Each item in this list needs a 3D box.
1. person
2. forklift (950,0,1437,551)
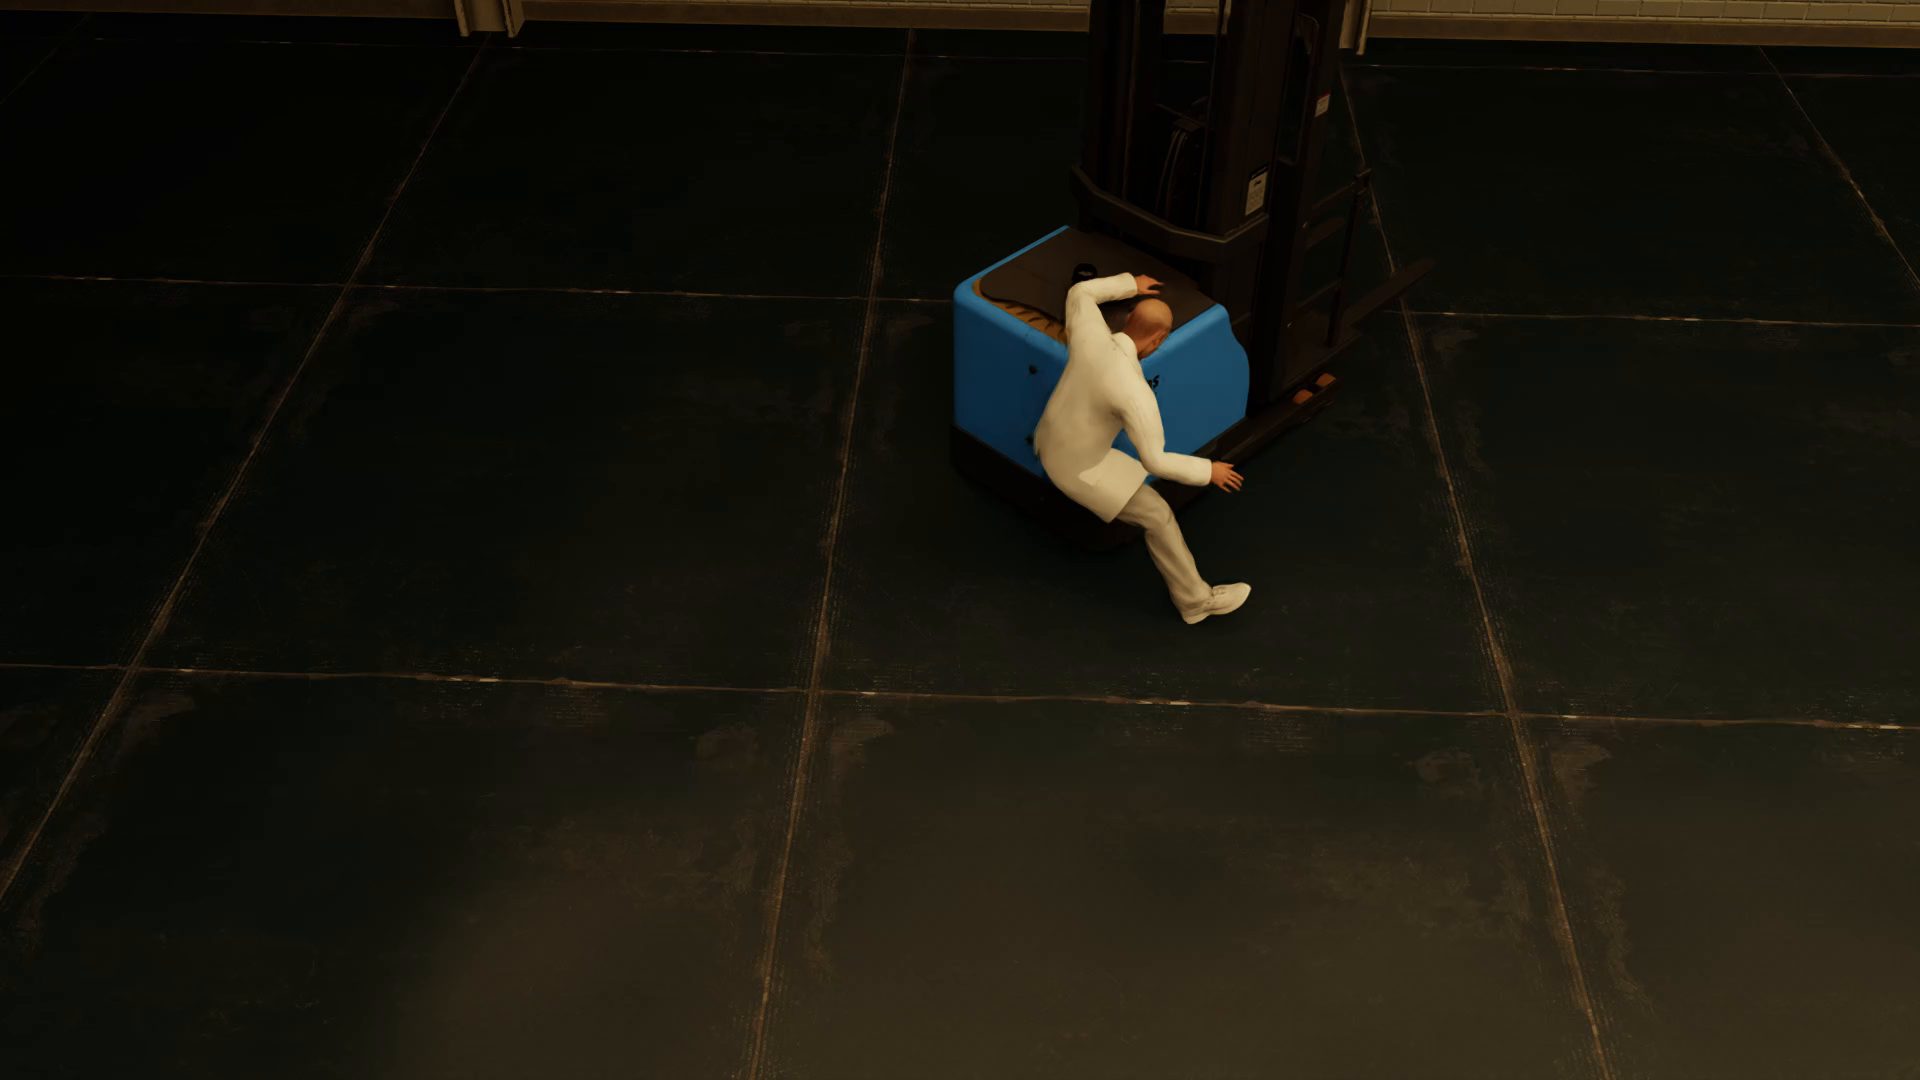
[{"bbox_3d":[0.707,-0.465,7.409,0.943,1.414,1.314,-8,43,-8],"label":"person"},{"bbox_3d":[1.354,-1.915,7.840,3.031,2.935,1.130,-34,52,-31],"label":"forklift"}]
